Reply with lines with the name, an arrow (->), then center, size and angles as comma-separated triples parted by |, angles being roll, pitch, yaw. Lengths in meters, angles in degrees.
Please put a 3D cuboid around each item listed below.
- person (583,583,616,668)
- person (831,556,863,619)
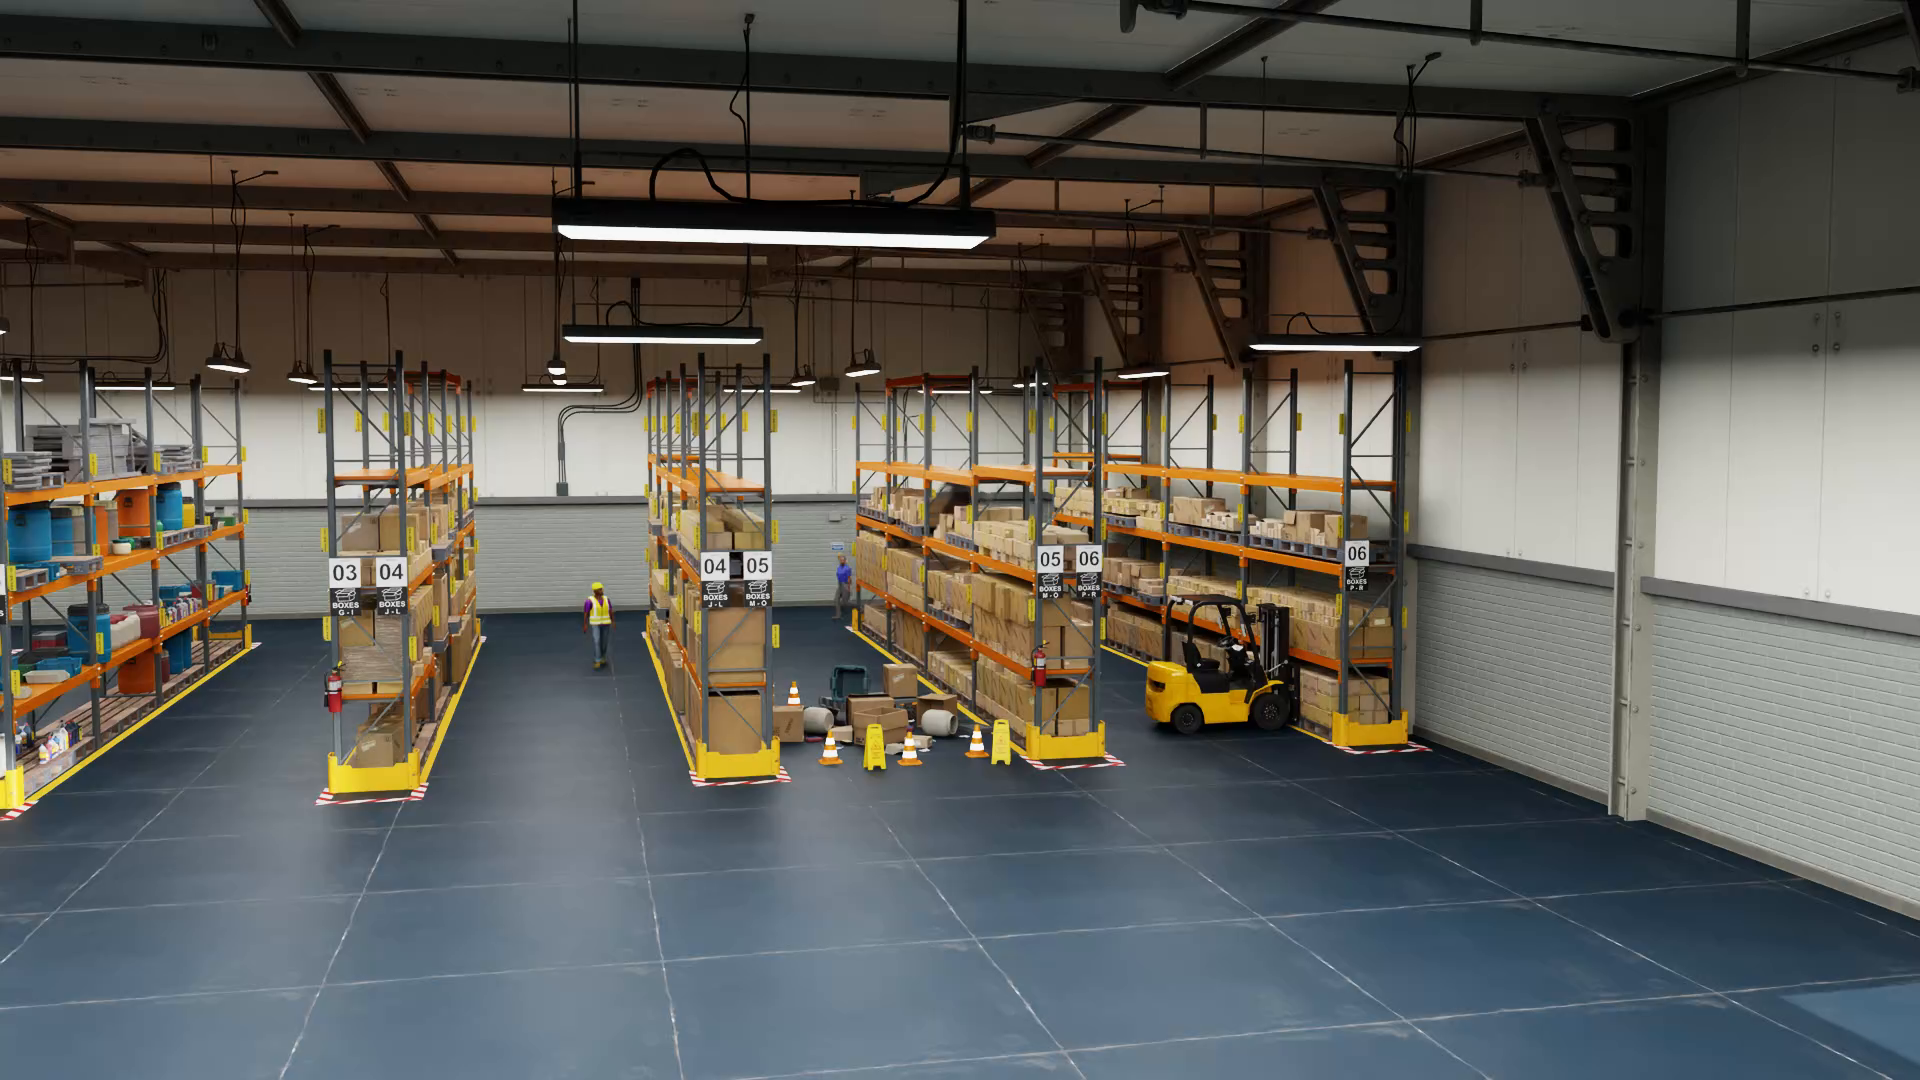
person -> -7.407, 1.736, 34.204 | 0.677, 1.714, 0.995 | -2, 4, -21
person -> -2.924, 1.211, 42.655 | 0.787, 1.618, 0.503 | -2, 4, -24
